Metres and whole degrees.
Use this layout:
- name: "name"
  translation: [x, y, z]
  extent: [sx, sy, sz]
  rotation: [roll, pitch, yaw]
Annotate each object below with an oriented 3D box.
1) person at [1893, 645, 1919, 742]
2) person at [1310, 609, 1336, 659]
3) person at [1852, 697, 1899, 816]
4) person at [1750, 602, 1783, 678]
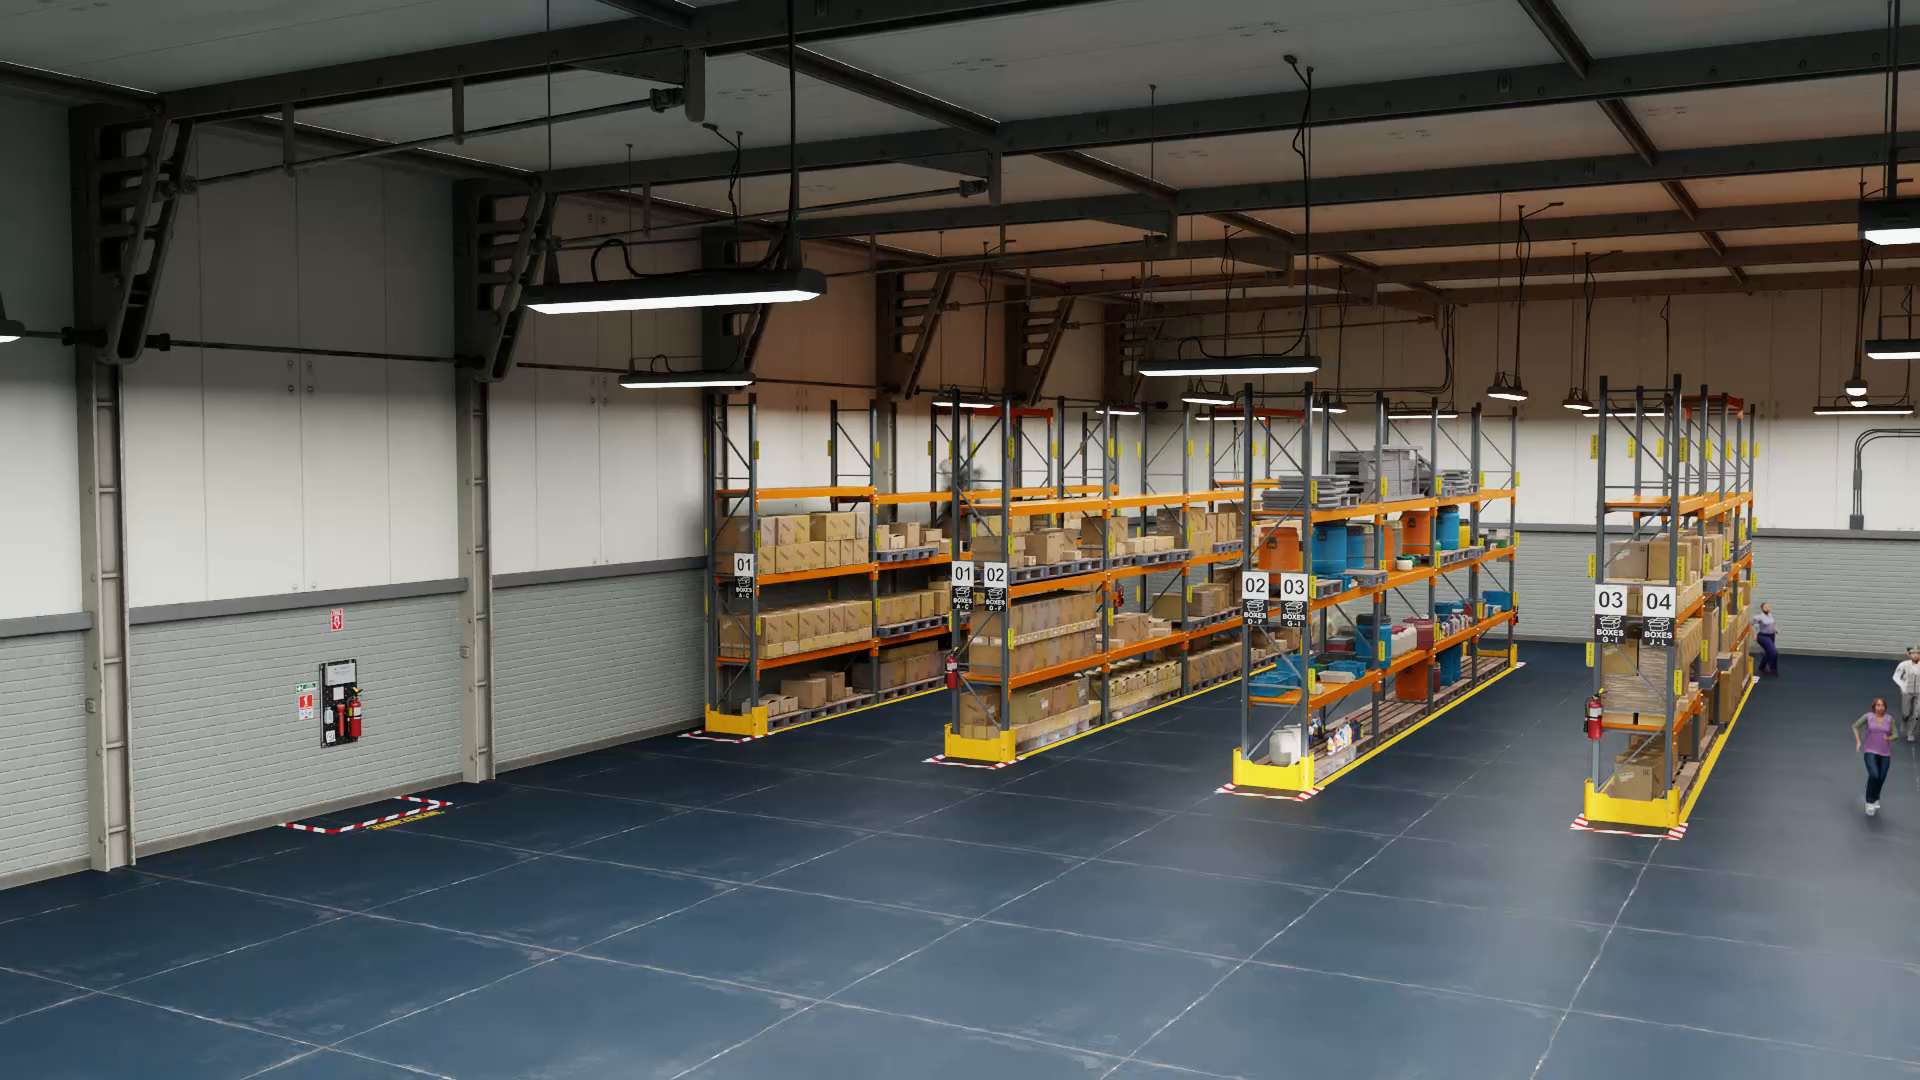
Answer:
- name: "person"
  translation: [16.413, 2.628, 28.636]
  extent: [0.602, 1.652, 0.543]
  rotation: [1, 3, 21]
- name: "person"
  translation: [7.824, 2.249, 35.996]
  extent: [0.580, 1.634, 0.543]
  rotation: [1, 3, 16]
- name: "person"
  translation: [12.590, 2.968, 22.845]
  extent: [0.504, 1.628, 0.692]
  rotation: [1, 3, 13]
- name: "person"
  translation: [17.801, 2.222, 36.713]
  extent: [0.655, 1.639, 0.703]
  rotation: [-2, 4, -29]
